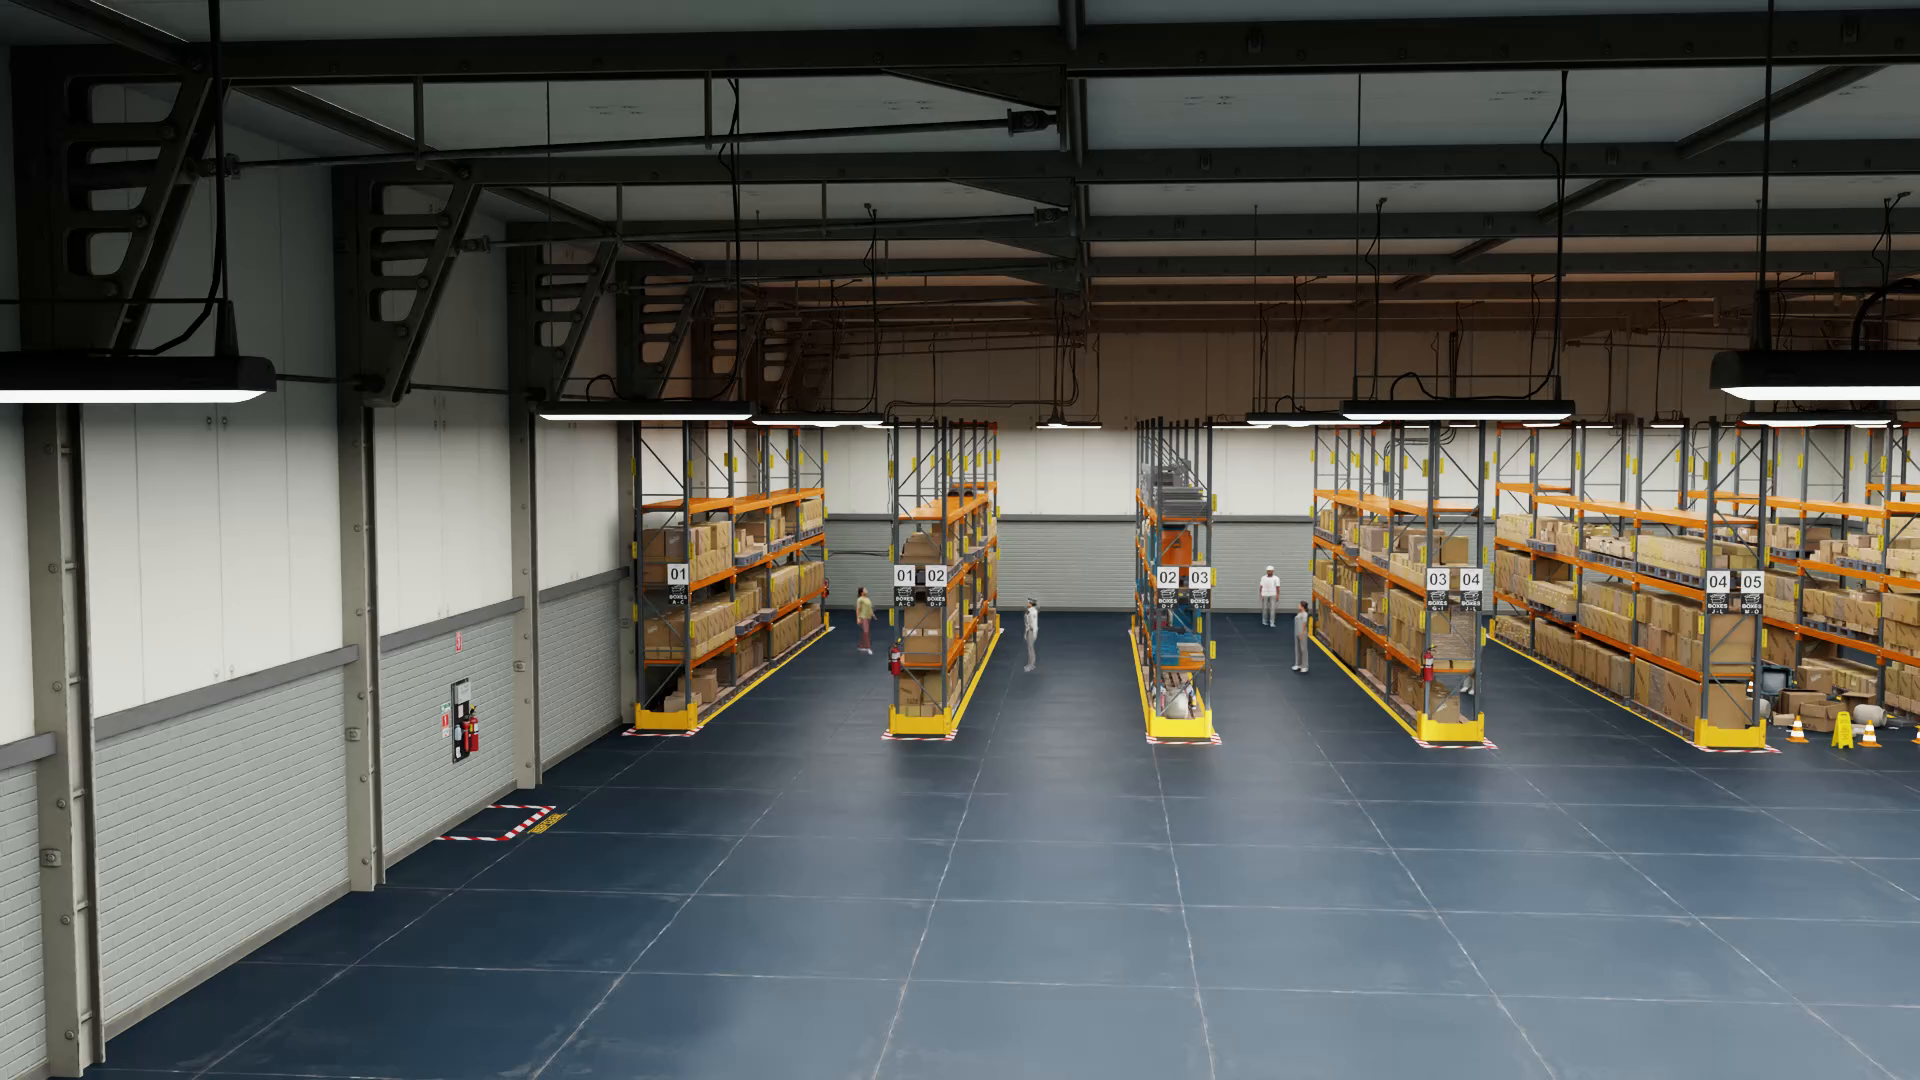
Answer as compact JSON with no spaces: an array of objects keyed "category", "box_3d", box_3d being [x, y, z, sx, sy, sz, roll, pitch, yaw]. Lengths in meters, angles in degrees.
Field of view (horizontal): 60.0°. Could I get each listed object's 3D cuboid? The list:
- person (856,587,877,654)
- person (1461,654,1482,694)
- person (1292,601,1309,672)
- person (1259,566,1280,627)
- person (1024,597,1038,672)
[{"category":"person","box_3d":[-2.339,2.014,41.835,0.508,1.640,0.733,-3,5,-41]},{"category":"person","box_3d":[11.176,2.455,36.351,0.423,1.789,0.616,-2,4,-23]},{"category":"person","box_3d":[8.170,2.298,39.813,0.365,1.703,0.438,-2,4,-26]},{"category":"person","box_3d":[9.123,1.653,49.022,0.591,1.778,0.520,0,4,6]},{"category":"person","box_3d":[1.642,2.196,38.927,0.368,1.718,0.580,0,4,-7]}]
